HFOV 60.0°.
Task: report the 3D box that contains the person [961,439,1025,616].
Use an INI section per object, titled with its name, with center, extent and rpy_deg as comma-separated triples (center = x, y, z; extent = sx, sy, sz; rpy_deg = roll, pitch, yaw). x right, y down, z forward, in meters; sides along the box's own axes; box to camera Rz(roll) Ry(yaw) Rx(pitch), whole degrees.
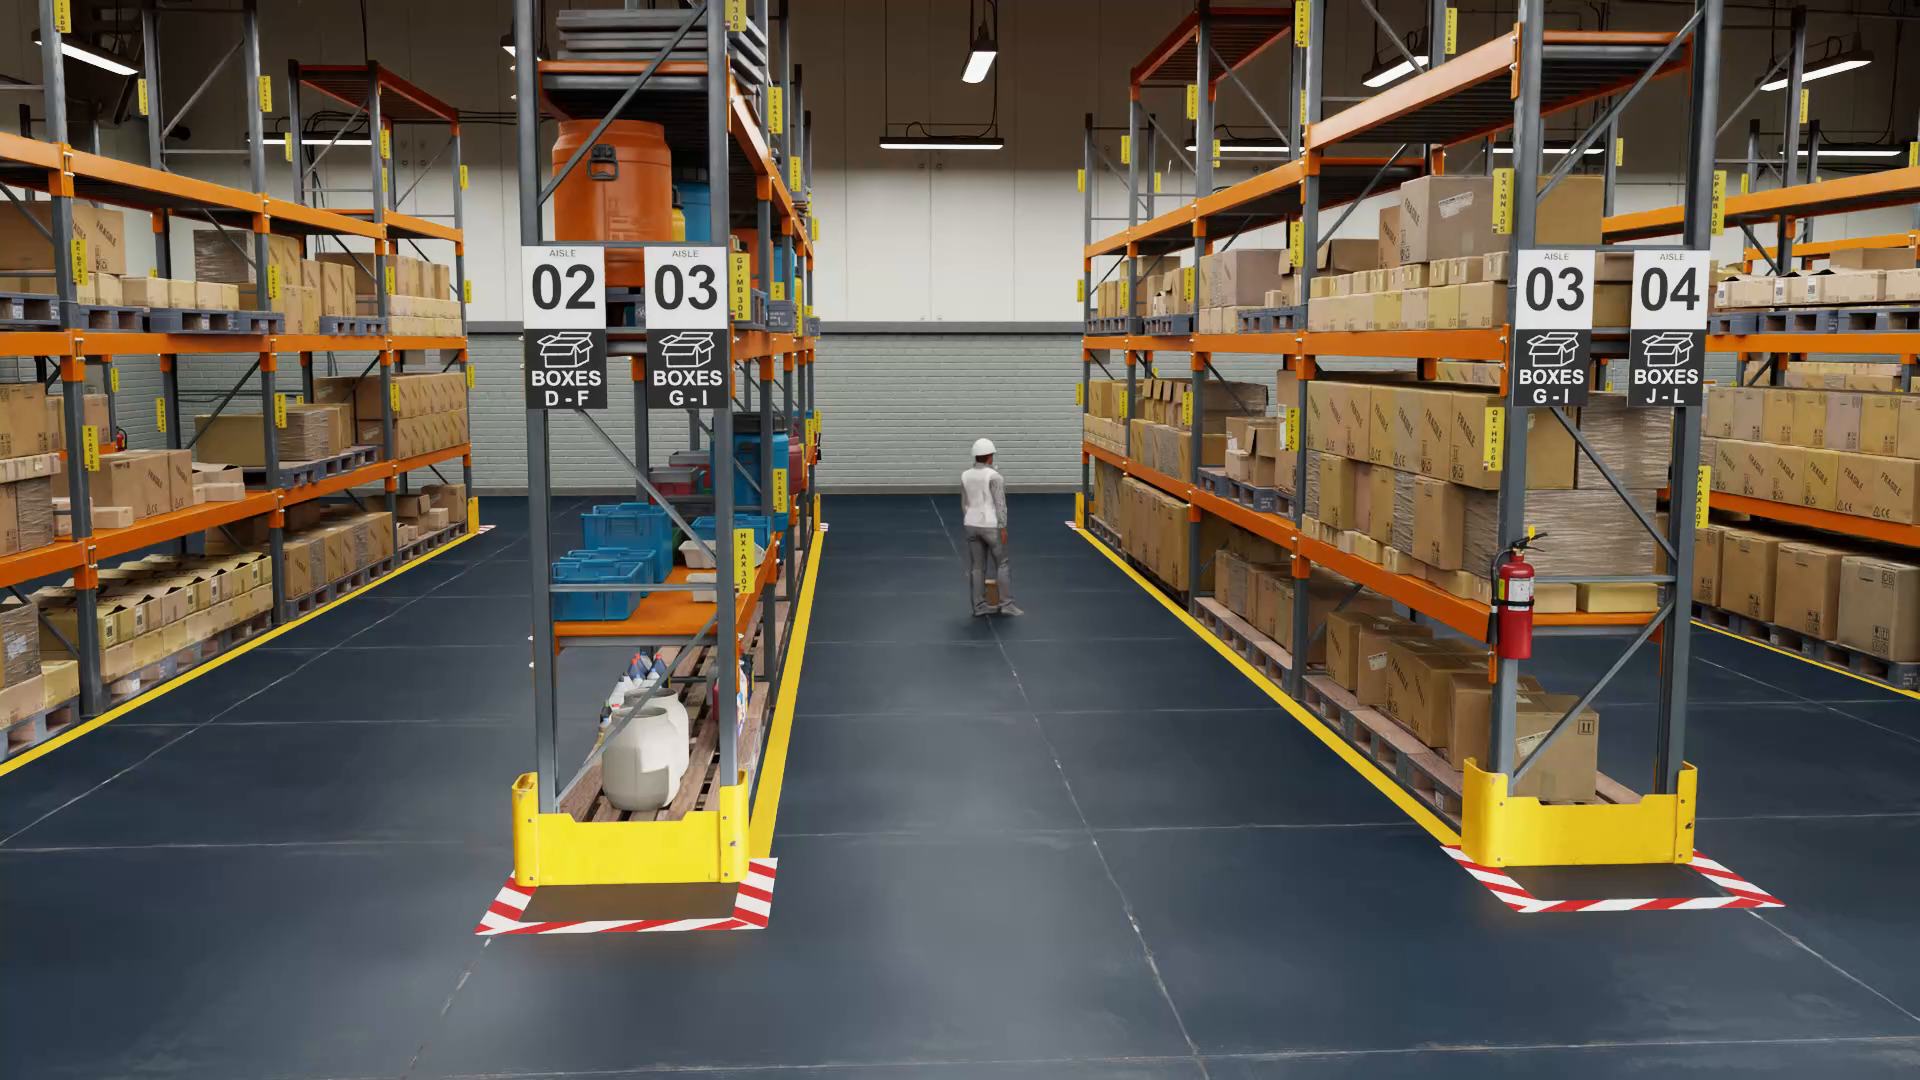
[person]
center = 0.306, -0.120, 16.713
extent = 0.566, 1.800, 0.505
rpy_deg = 5, 8, 35
